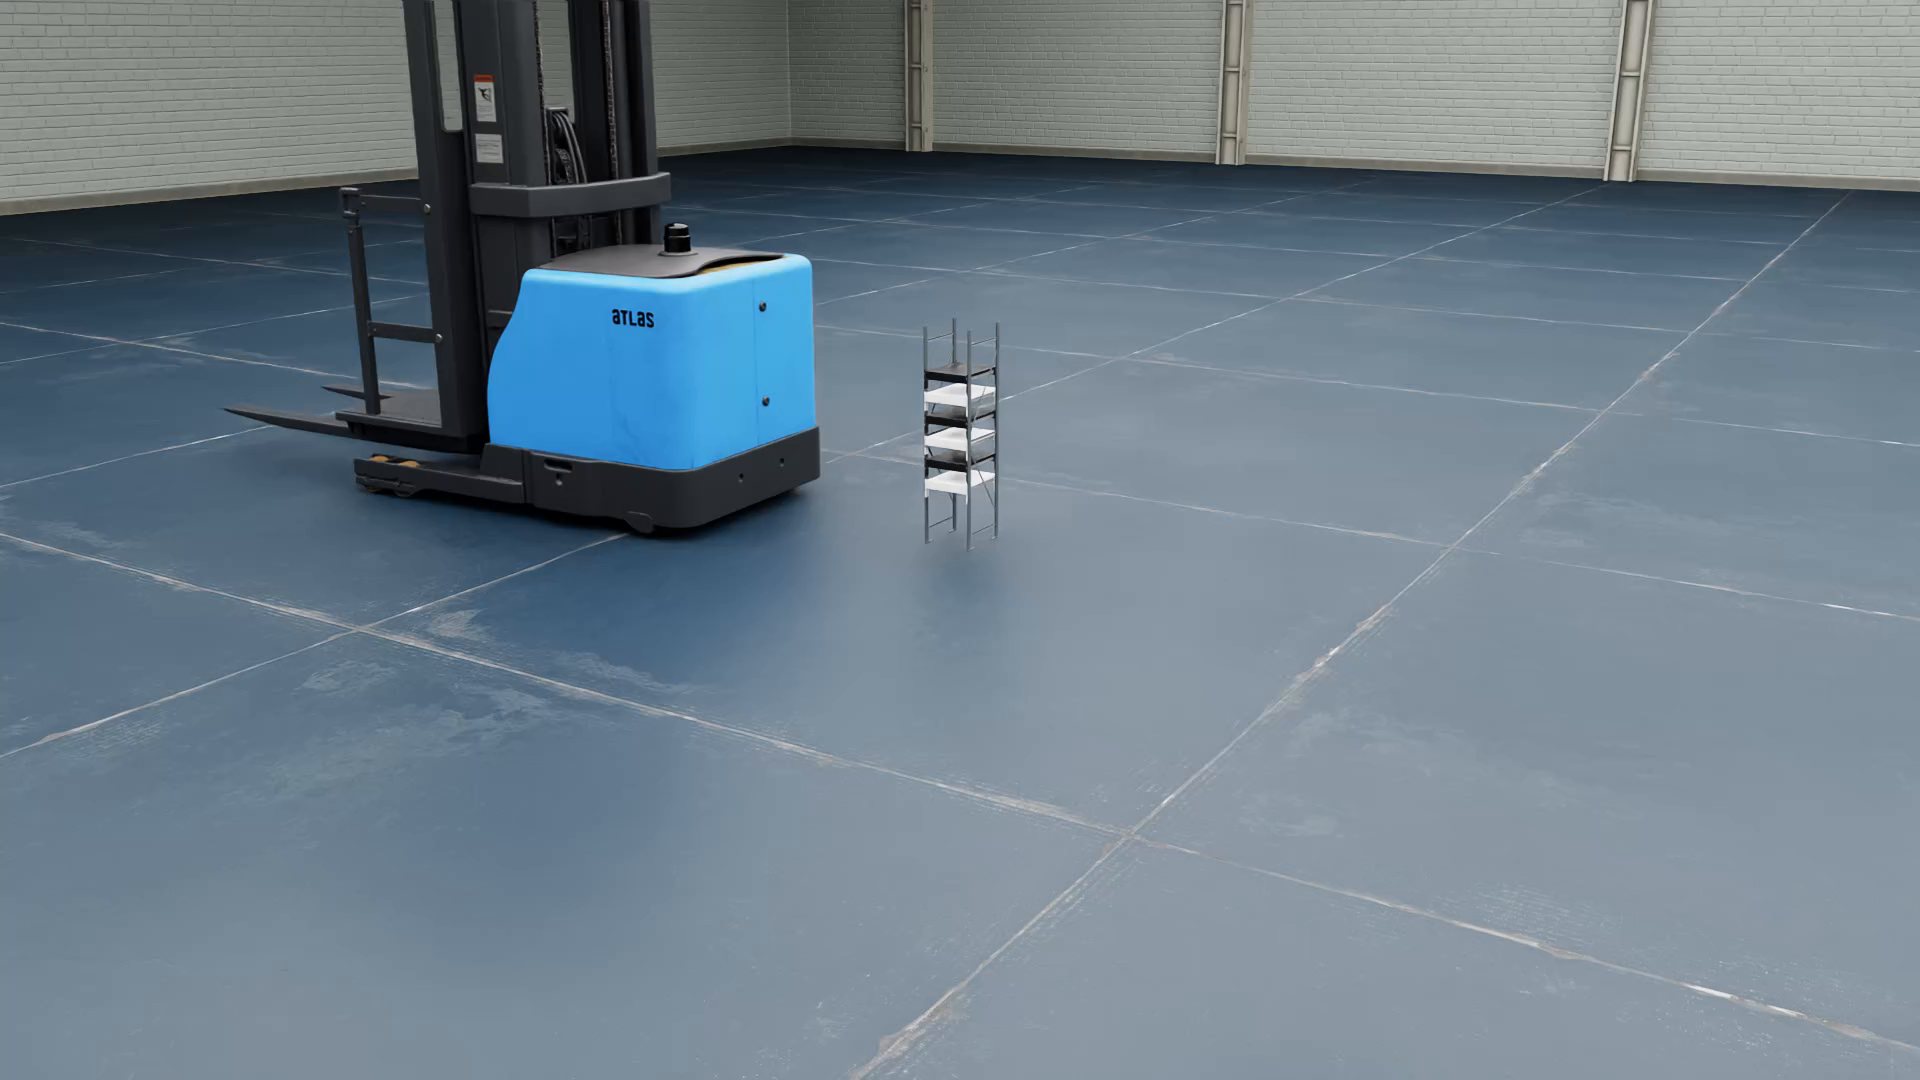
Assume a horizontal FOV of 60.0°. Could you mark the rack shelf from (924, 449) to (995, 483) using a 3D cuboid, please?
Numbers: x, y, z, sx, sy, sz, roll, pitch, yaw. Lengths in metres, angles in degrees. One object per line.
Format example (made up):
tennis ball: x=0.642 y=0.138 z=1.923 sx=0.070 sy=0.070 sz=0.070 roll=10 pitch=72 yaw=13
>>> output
rack shelf: x=0.007 y=-0.311 z=6.782 sx=0.200 sy=0.077 sz=0.258 roll=10 pitch=20 yaw=30

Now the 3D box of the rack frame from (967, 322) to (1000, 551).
rack frame: x=0.094 y=-0.414 z=6.695 sx=0.006 sy=0.900 sz=0.240 roll=10 pitch=20 yaw=30

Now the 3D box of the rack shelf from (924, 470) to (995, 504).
rack shelf: x=0.007 y=-0.225 z=6.808 sx=0.200 sy=0.077 sz=0.258 roll=10 pitch=20 yaw=30

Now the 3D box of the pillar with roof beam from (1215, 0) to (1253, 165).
pillar with roof beam: x=2.128 y=-9.331 z=22.118 sx=0.400 sy=9.000 sz=9.100 roll=10 pitch=20 yaw=30

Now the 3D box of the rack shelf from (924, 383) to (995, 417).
rack shelf: x=0.007 y=-0.570 z=6.704 sx=0.200 sy=0.077 sz=0.258 roll=10 pitch=20 yaw=30

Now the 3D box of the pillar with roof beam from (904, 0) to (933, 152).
pillar with roof beam: x=-2.984 y=-10.244 z=25.123 sx=0.400 sy=9.000 sz=9.100 roll=10 pitch=20 yaw=30

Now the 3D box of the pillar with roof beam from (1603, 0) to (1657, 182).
pillar with roof beam: x=7.241 y=-8.419 z=19.114 sx=0.400 sy=9.000 sz=9.100 roll=10 pitch=20 yaw=30

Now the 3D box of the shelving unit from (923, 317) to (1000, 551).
shelving unit: x=0.007 y=-0.429 z=6.746 sx=0.210 sy=0.900 sz=0.258 roll=10 pitch=20 yaw=30

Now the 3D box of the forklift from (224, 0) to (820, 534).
forklift: x=-2.178 y=-1.716 z=7.488 sx=3.031 sy=2.935 sz=1.130 roll=9 pitch=19 yaw=28

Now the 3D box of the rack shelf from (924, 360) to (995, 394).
rack shelf: x=0.007 y=-0.656 z=6.678 sx=0.200 sy=0.077 sz=0.258 roll=10 pitch=20 yaw=30

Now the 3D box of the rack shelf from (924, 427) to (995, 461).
rack shelf: x=0.007 y=-0.397 z=6.756 sx=0.200 sy=0.077 sz=0.258 roll=10 pitch=20 yaw=30

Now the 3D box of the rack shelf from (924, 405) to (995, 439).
rack shelf: x=0.007 y=-0.484 z=6.730 sx=0.200 sy=0.077 sz=0.258 roll=10 pitch=20 yaw=30

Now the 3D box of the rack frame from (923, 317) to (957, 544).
rack frame: x=-0.080 y=-0.445 z=6.797 sx=0.006 sy=0.900 sz=0.240 roll=10 pitch=20 yaw=30
